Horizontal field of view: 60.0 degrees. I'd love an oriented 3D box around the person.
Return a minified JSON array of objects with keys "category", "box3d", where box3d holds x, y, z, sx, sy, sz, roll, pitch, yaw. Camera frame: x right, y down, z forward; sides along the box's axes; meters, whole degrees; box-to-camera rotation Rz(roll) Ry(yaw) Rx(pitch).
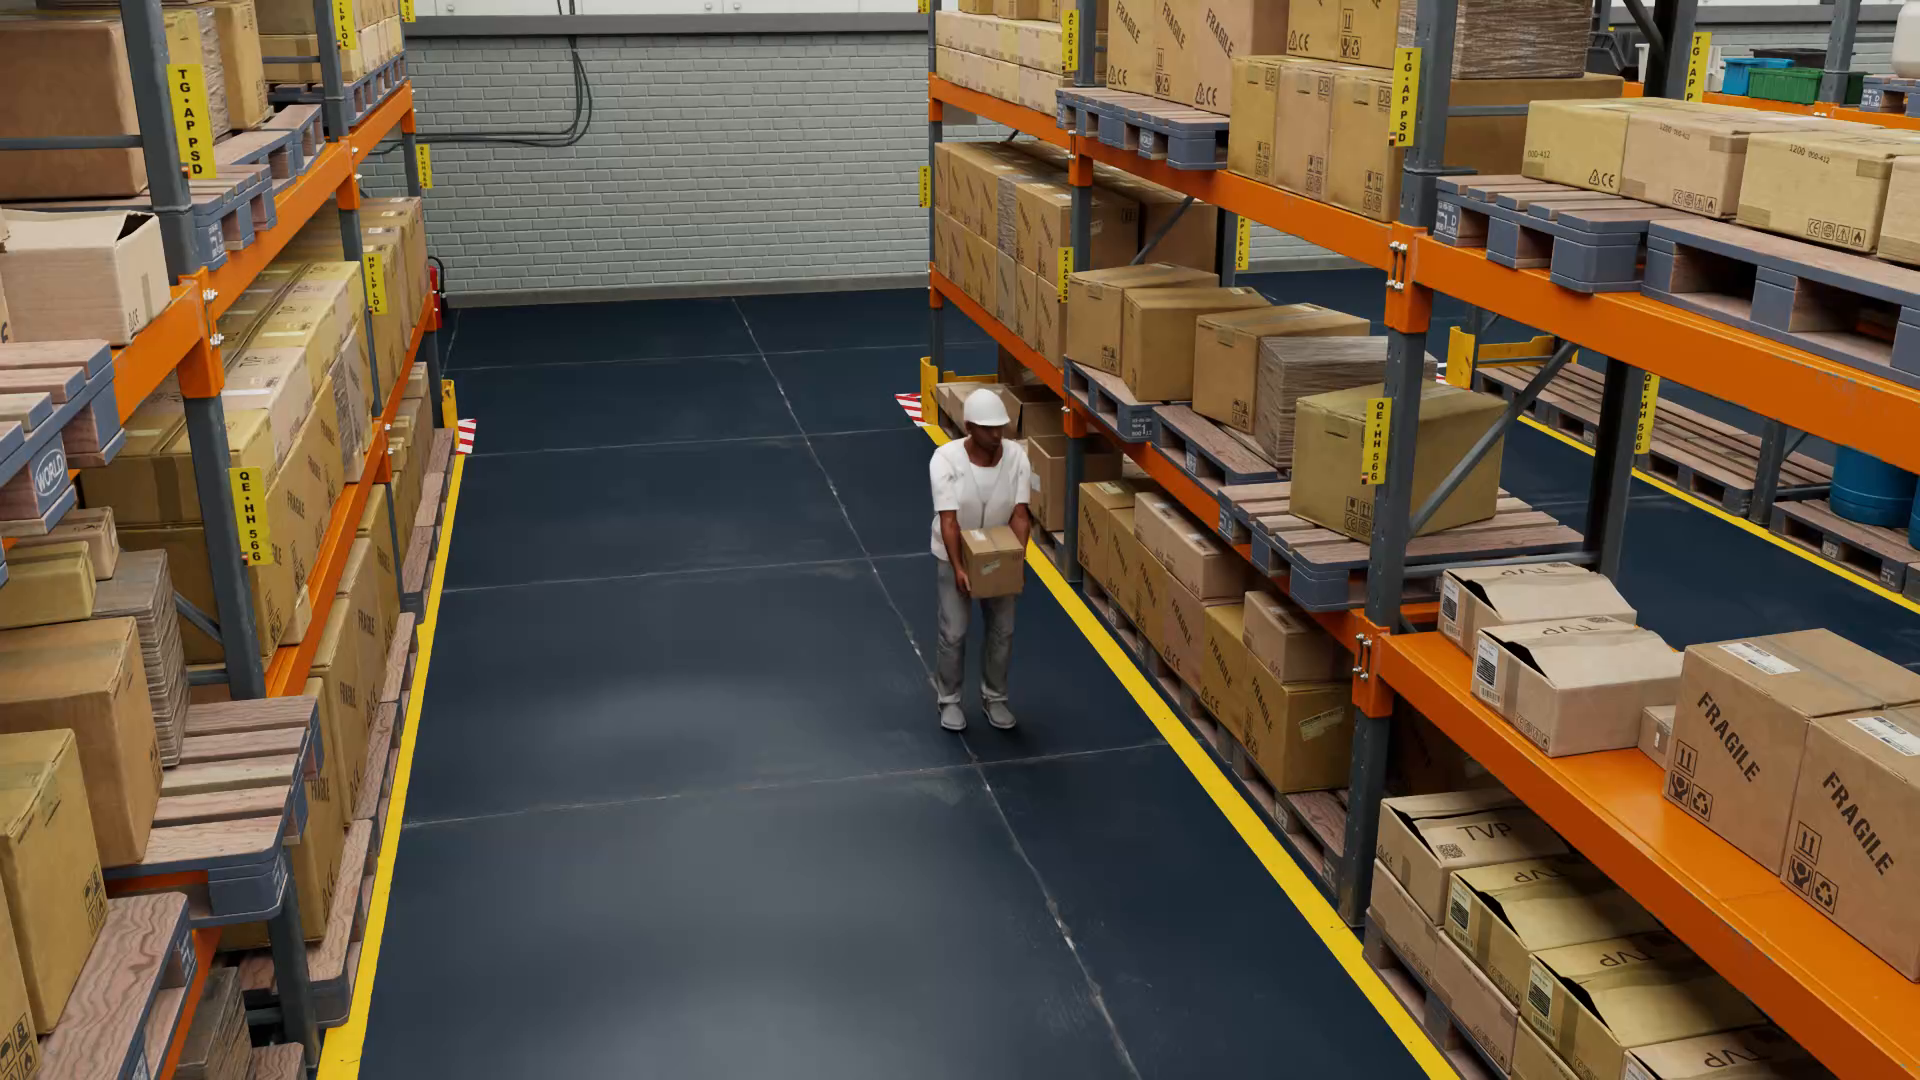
[{"category":"person","box3d":[0.115,0.113,8.235,0.505,1.750,0.582,-5,20,-14]}]
